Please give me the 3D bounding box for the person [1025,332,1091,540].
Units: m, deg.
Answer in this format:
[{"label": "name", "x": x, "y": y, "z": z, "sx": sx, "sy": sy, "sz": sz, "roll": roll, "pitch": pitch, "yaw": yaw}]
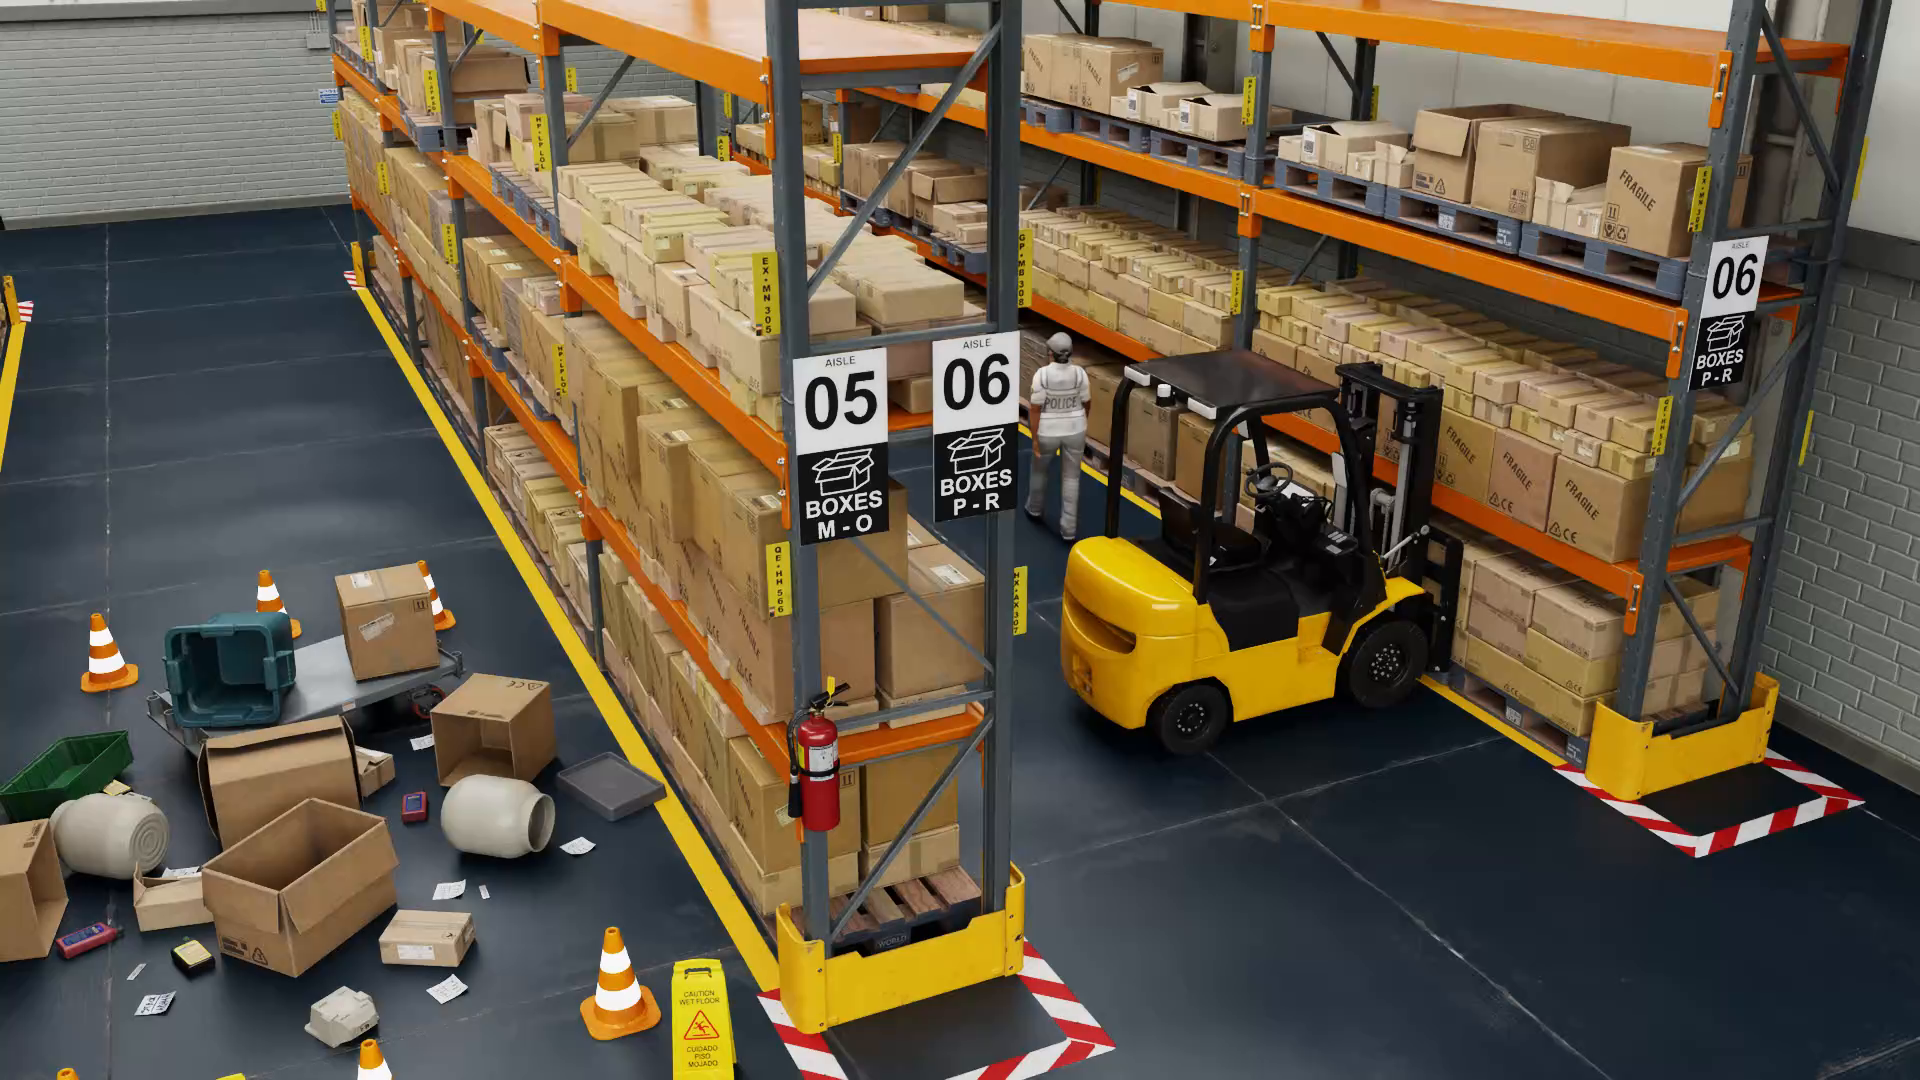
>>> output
[{"label": "person", "x": 0.776, "y": -0.881, "z": 13.119, "sx": 0.490, "sy": 1.633, "sz": 0.834, "roll": 0, "pitch": 22, "yaw": -1}]
